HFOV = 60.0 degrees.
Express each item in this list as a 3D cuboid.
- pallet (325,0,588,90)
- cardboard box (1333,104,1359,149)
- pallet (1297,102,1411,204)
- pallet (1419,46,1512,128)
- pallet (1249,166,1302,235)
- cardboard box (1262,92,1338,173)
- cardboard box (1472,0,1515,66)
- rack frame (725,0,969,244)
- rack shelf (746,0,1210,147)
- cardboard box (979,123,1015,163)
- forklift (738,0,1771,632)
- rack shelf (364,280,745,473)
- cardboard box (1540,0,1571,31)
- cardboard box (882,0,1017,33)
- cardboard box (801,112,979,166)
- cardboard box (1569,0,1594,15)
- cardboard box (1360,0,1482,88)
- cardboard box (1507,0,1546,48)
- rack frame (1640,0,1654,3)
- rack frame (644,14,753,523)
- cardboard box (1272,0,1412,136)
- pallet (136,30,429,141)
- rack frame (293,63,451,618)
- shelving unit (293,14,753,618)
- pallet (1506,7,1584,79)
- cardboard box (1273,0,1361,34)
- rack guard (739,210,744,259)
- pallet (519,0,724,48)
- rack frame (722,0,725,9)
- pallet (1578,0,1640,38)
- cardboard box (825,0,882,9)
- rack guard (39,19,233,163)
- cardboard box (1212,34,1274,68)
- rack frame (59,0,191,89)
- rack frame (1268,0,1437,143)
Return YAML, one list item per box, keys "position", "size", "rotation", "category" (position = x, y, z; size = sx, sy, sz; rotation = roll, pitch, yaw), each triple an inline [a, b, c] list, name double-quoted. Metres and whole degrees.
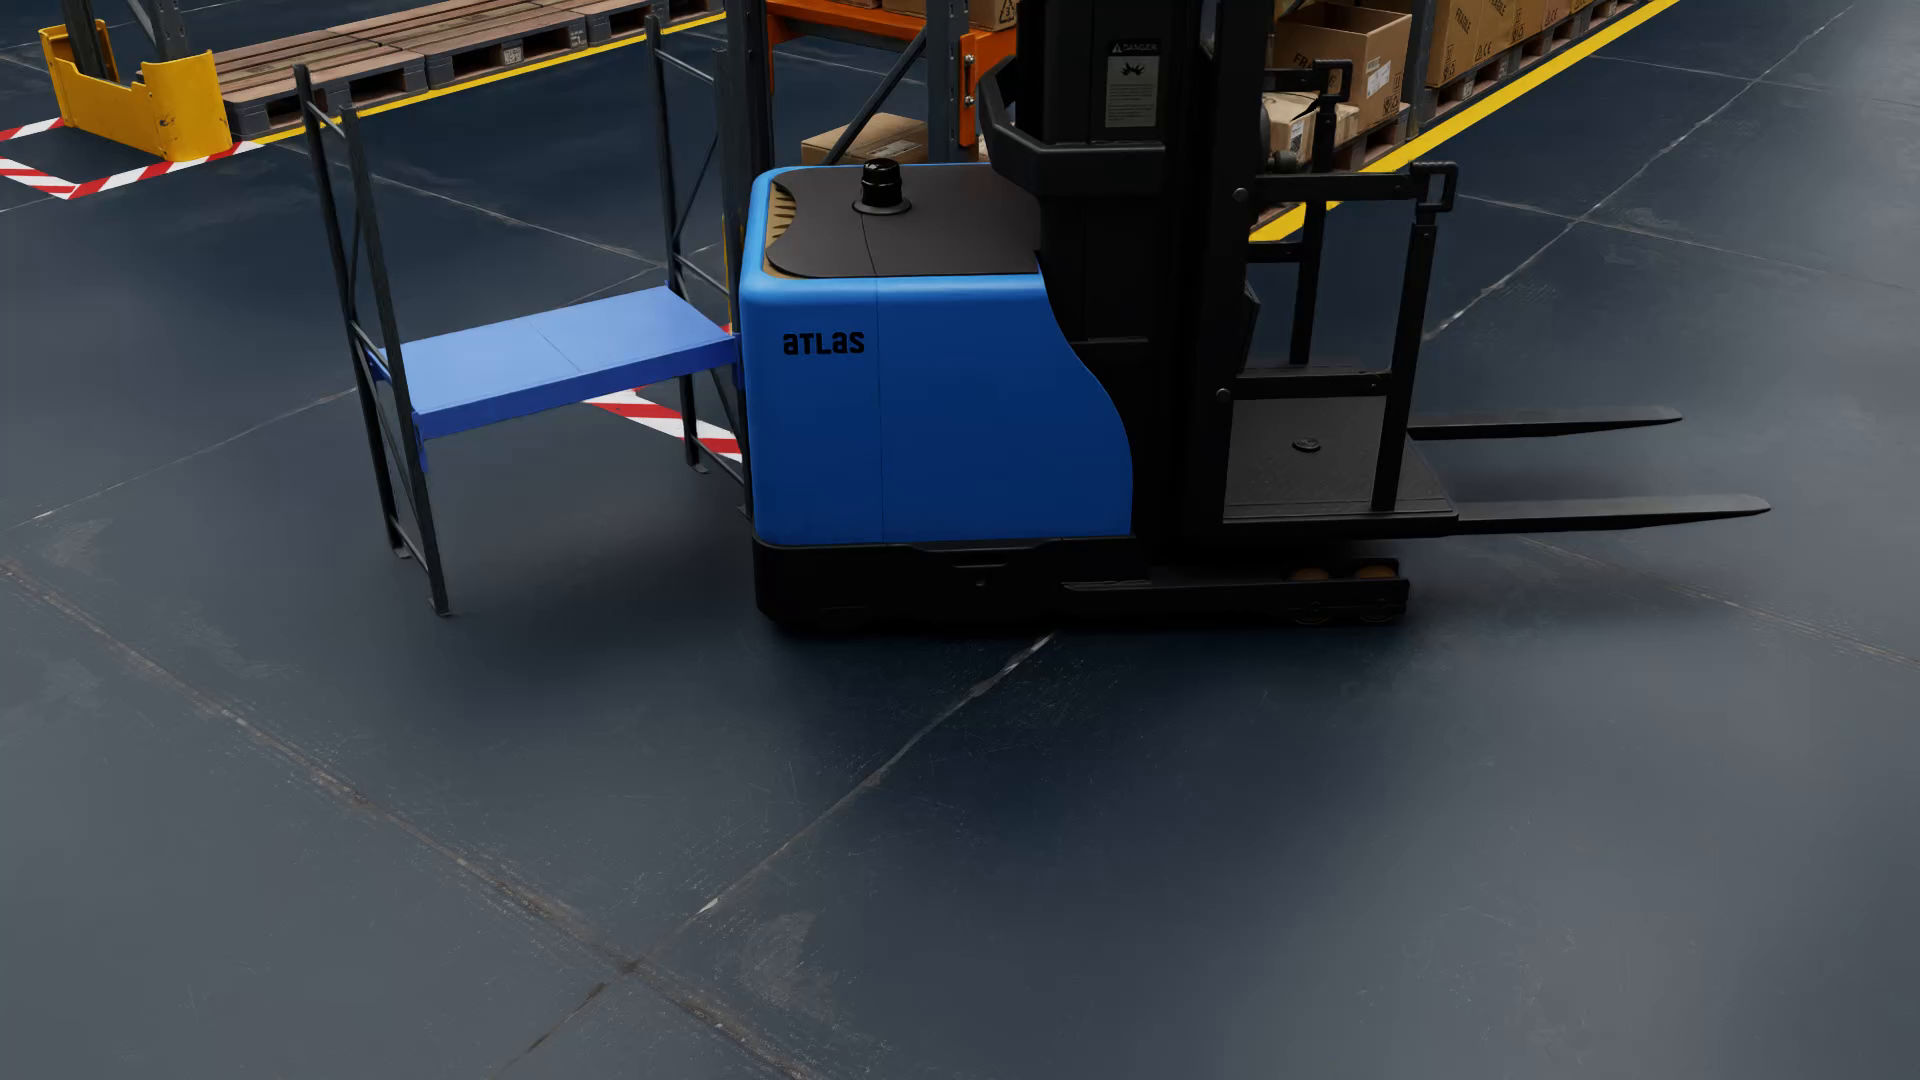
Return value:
- position: [-3.084, -3.089, 10.255]
  size: [1.003, 0.211, 1.213]
  rotation: [21, 37, 31]
  category: "pallet"
- position: [1.716, -2.045, 8.123]
  size: [0.380, 0.149, 0.250]
  rotation: [21, 37, 31]
  category: "cardboard box"
- position: [1.597, -2.093, 8.575]
  size: [1.003, 0.211, 1.213]
  rotation: [21, 37, 31]
  category: "pallet"
- position: [2.473, -2.714, 9.623]
  size: [1.003, 0.211, 1.213]
  rotation: [21, 37, 31]
  category: "pallet"
- position: [0.861, -1.595, 7.735]
  size: [1.003, 0.211, 1.213]
  rotation: [21, 37, 31]
  category: "pallet"
- position: [1.441, -1.980, 7.855]
  size: [0.500, 0.311, 0.500]
  rotation: [21, 37, 31]
  category: "cardboard box"
- position: [2.811, -3.027, 9.437]
  size: [0.500, 0.500, 0.500]
  rotation: [22, 37, 32]
  category: "cardboard box"
- position: [-0.403, -1.946, 5.591]
  size: [1.000, 3.000, 0.127]
  rotation: [21, 37, 31]
  category: "rack frame"
- position: [0.805, -2.449, 7.146]
  size: [1.077, 0.370, 4.000]
  rotation: [21, 37, 31]
  category: "rack shelf"
- position: [0.327, -1.626, 7.317]
  size: [0.500, 0.250, 0.500]
  rotation: [21, 37, 31]
  category: "cardboard box"
- position: [0.896, -1.282, 4.538]
  size: [3.031, 2.935, 1.130]
  rotation: [-2, 31, -3]
  category: "forklift"
- position: [-1.215, -0.513, 4.998]
  size: [1.000, 0.185, 0.538]
  rotation: [-18, 35, -28]
  category: "rack shelf"
- position: [3.425, -3.434, 10.122]
  size: [0.500, 0.500, 0.500]
  rotation: [20, 36, 30]
  category: "cardboard box"
- position: [0.075, -2.088, 5.733]
  size: [0.500, 0.500, 0.500]
  rotation: [22, 37, 32]
  category: "cardboard box"
- position: [-0.271, -1.357, 6.617]
  size: [0.500, 0.500, 0.500]
  rotation: [21, 37, 31]
  category: "cardboard box"
- position: [3.736, -3.649, 10.485]
  size: [0.500, 0.500, 0.500]
  rotation: [20, 36, 30]
  category: "cardboard box"
- position: [2.498, -2.807, 9.065]
  size: [0.500, 0.500, 0.500]
  rotation: [19, 36, 29]
  category: "cardboard box"
- position: [3.119, -3.228, 9.775]
  size: [0.500, 0.500, 0.500]
  rotation: [22, 37, 32]
  category: "cardboard box"
- position: [4.426, -5.198, 11.078]
  size: [1.000, 3.000, 0.127]
  rotation: [21, 37, 31]
  category: "rack frame"
- position: [-0.789, -0.809, 5.144]
  size: [0.032, 1.500, 0.500]
  rotation: [-18, 35, -28]
  category: "rack frame"
- position: [1.894, -2.367, 8.322]
  size: [0.500, 0.500, 0.500]
  rotation: [21, 37, 31]
  category: "cardboard box"
- position: [-3.821, -2.595, 9.422]
  size: [1.003, 0.211, 1.213]
  rotation: [21, 37, 31]
  category: "pallet"
- position: [-1.642, -0.527, 4.668]
  size: [0.032, 1.500, 0.500]
  rotation: [-18, 35, -28]
  category: "rack frame"
- position: [-1.215, -0.668, 4.906]
  size: [1.048, 1.500, 0.538]
  rotation: [-18, 35, -28]
  category: "shelving unit"
- position: [3.209, -3.212, 10.463]
  size: [1.003, 0.211, 1.213]
  rotation: [21, 37, 31]
  category: "pallet"
- position: [2.081, -2.974, 9.347]
  size: [0.500, 0.500, 0.500]
  rotation: [21, 37, 31]
  category: "cardboard box"
- position: [-0.357, -0.901, 6.281]
  size: [1.175, 0.500, 0.348]
  rotation: [21, 37, 31]
  category: "rack guard"
- position: [-2.348, -3.587, 11.096]
  size: [1.003, 0.211, 1.213]
  rotation: [21, 37, 31]
  category: "pallet"
- position: [-1.935, -5.098, 10.909]
  size: [1.000, 3.000, 0.127]
  rotation: [21, 37, 31]
  category: "rack frame"
- position: [3.946, -3.706, 11.296]
  size: [1.003, 0.211, 1.213]
  rotation: [21, 37, 31]
  category: "pallet"
- position: [-0.349, -2.255, 6.014]
  size: [0.500, 0.500, 0.500]
  rotation: [22, 37, 33]
  category: "cardboard box"
- position: [-4.354, -2.383, 8.780]
  size: [1.175, 0.500, 0.348]
  rotation: [21, 37, 31]
  category: "rack guard"
- position: [1.586, -2.500, 8.732]
  size: [0.500, 0.311, 0.500]
  rotation: [21, 37, 31]
  category: "cardboard box"
- position: [-4.350, -3.472, 8.166]
  size: [1.000, 3.000, 0.127]
  rotation: [21, 37, 31]
  category: "rack frame"
- position: [2.012, -3.572, 8.335]
  size: [1.000, 3.000, 0.127]
  rotation: [21, 37, 31]
  category: "rack frame"
